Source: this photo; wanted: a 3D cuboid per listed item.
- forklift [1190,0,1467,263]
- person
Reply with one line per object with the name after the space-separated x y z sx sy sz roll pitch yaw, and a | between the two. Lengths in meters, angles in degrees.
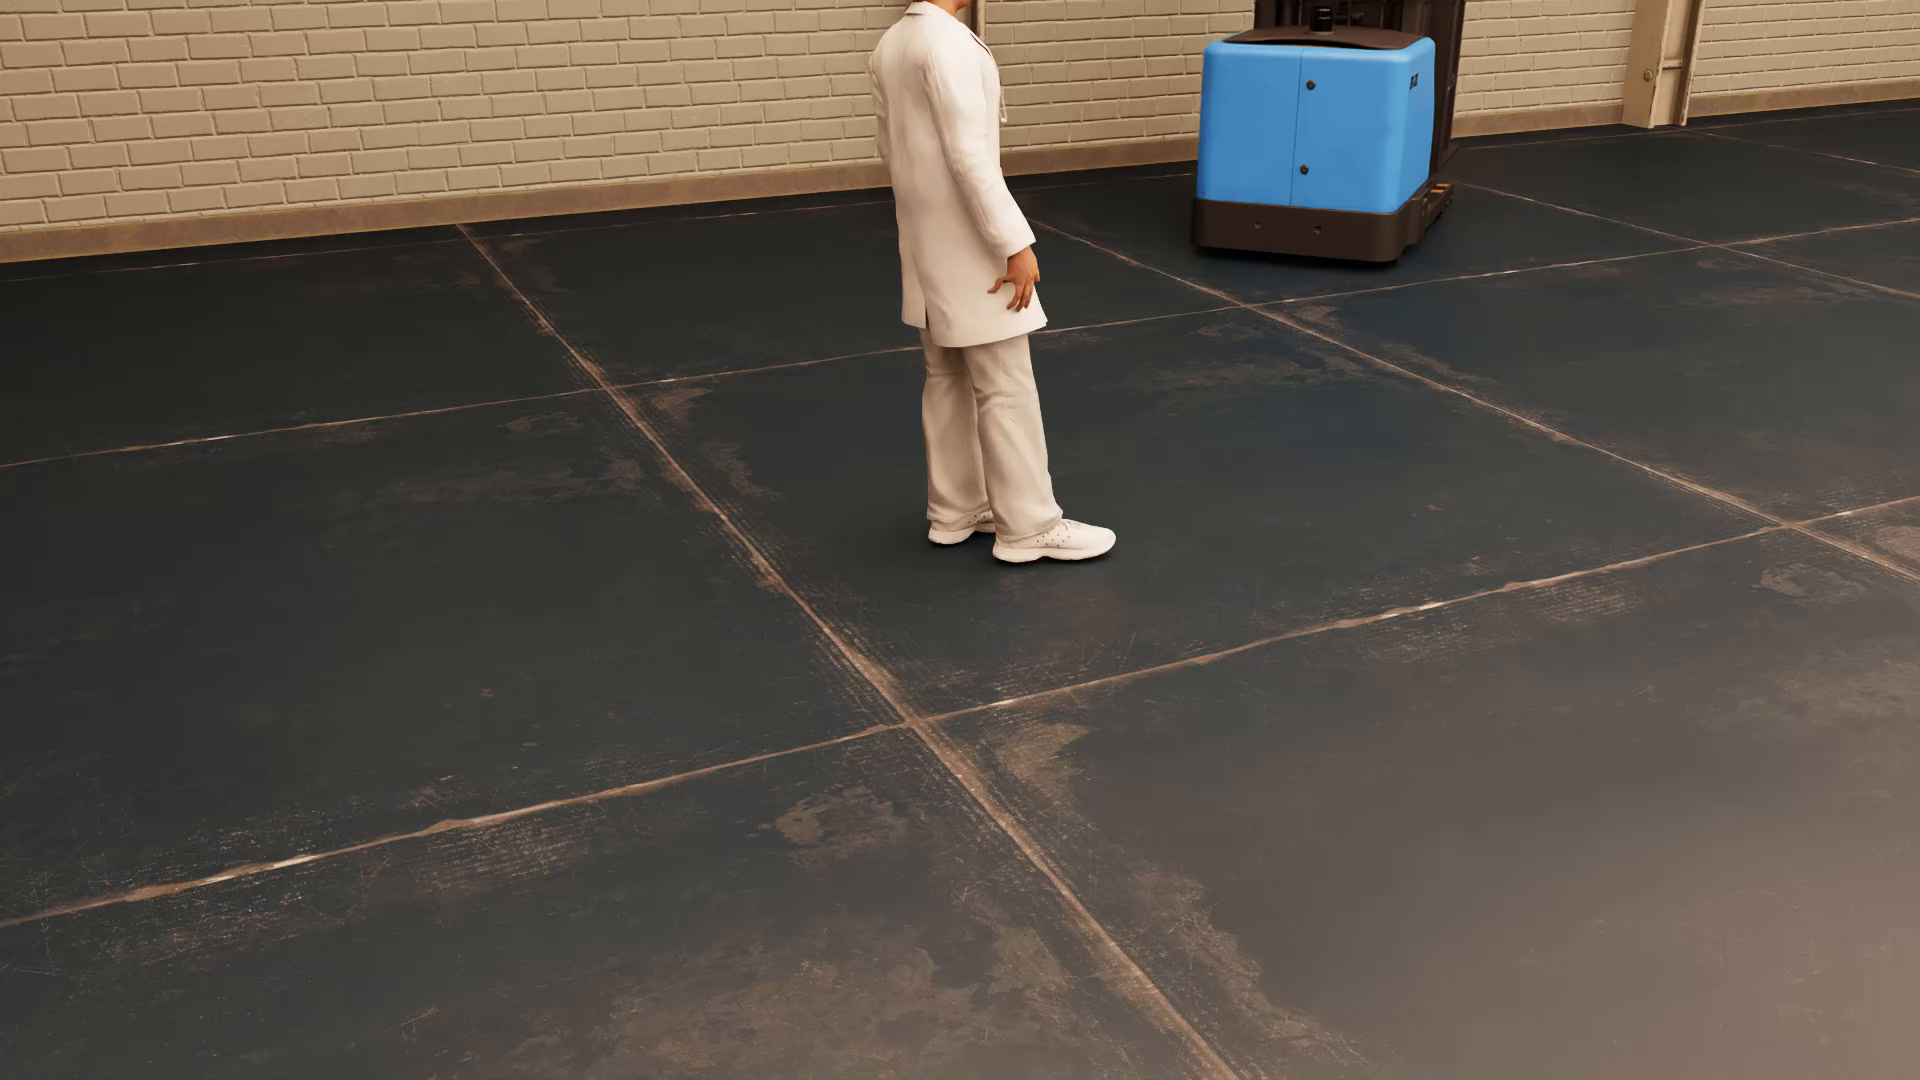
2.249 -3.263 9.140 1.130 2.935 3.031 9 24 22 | forklift
0.085 -0.841 4.796 0.578 1.777 0.696 -10 25 -23 | person
